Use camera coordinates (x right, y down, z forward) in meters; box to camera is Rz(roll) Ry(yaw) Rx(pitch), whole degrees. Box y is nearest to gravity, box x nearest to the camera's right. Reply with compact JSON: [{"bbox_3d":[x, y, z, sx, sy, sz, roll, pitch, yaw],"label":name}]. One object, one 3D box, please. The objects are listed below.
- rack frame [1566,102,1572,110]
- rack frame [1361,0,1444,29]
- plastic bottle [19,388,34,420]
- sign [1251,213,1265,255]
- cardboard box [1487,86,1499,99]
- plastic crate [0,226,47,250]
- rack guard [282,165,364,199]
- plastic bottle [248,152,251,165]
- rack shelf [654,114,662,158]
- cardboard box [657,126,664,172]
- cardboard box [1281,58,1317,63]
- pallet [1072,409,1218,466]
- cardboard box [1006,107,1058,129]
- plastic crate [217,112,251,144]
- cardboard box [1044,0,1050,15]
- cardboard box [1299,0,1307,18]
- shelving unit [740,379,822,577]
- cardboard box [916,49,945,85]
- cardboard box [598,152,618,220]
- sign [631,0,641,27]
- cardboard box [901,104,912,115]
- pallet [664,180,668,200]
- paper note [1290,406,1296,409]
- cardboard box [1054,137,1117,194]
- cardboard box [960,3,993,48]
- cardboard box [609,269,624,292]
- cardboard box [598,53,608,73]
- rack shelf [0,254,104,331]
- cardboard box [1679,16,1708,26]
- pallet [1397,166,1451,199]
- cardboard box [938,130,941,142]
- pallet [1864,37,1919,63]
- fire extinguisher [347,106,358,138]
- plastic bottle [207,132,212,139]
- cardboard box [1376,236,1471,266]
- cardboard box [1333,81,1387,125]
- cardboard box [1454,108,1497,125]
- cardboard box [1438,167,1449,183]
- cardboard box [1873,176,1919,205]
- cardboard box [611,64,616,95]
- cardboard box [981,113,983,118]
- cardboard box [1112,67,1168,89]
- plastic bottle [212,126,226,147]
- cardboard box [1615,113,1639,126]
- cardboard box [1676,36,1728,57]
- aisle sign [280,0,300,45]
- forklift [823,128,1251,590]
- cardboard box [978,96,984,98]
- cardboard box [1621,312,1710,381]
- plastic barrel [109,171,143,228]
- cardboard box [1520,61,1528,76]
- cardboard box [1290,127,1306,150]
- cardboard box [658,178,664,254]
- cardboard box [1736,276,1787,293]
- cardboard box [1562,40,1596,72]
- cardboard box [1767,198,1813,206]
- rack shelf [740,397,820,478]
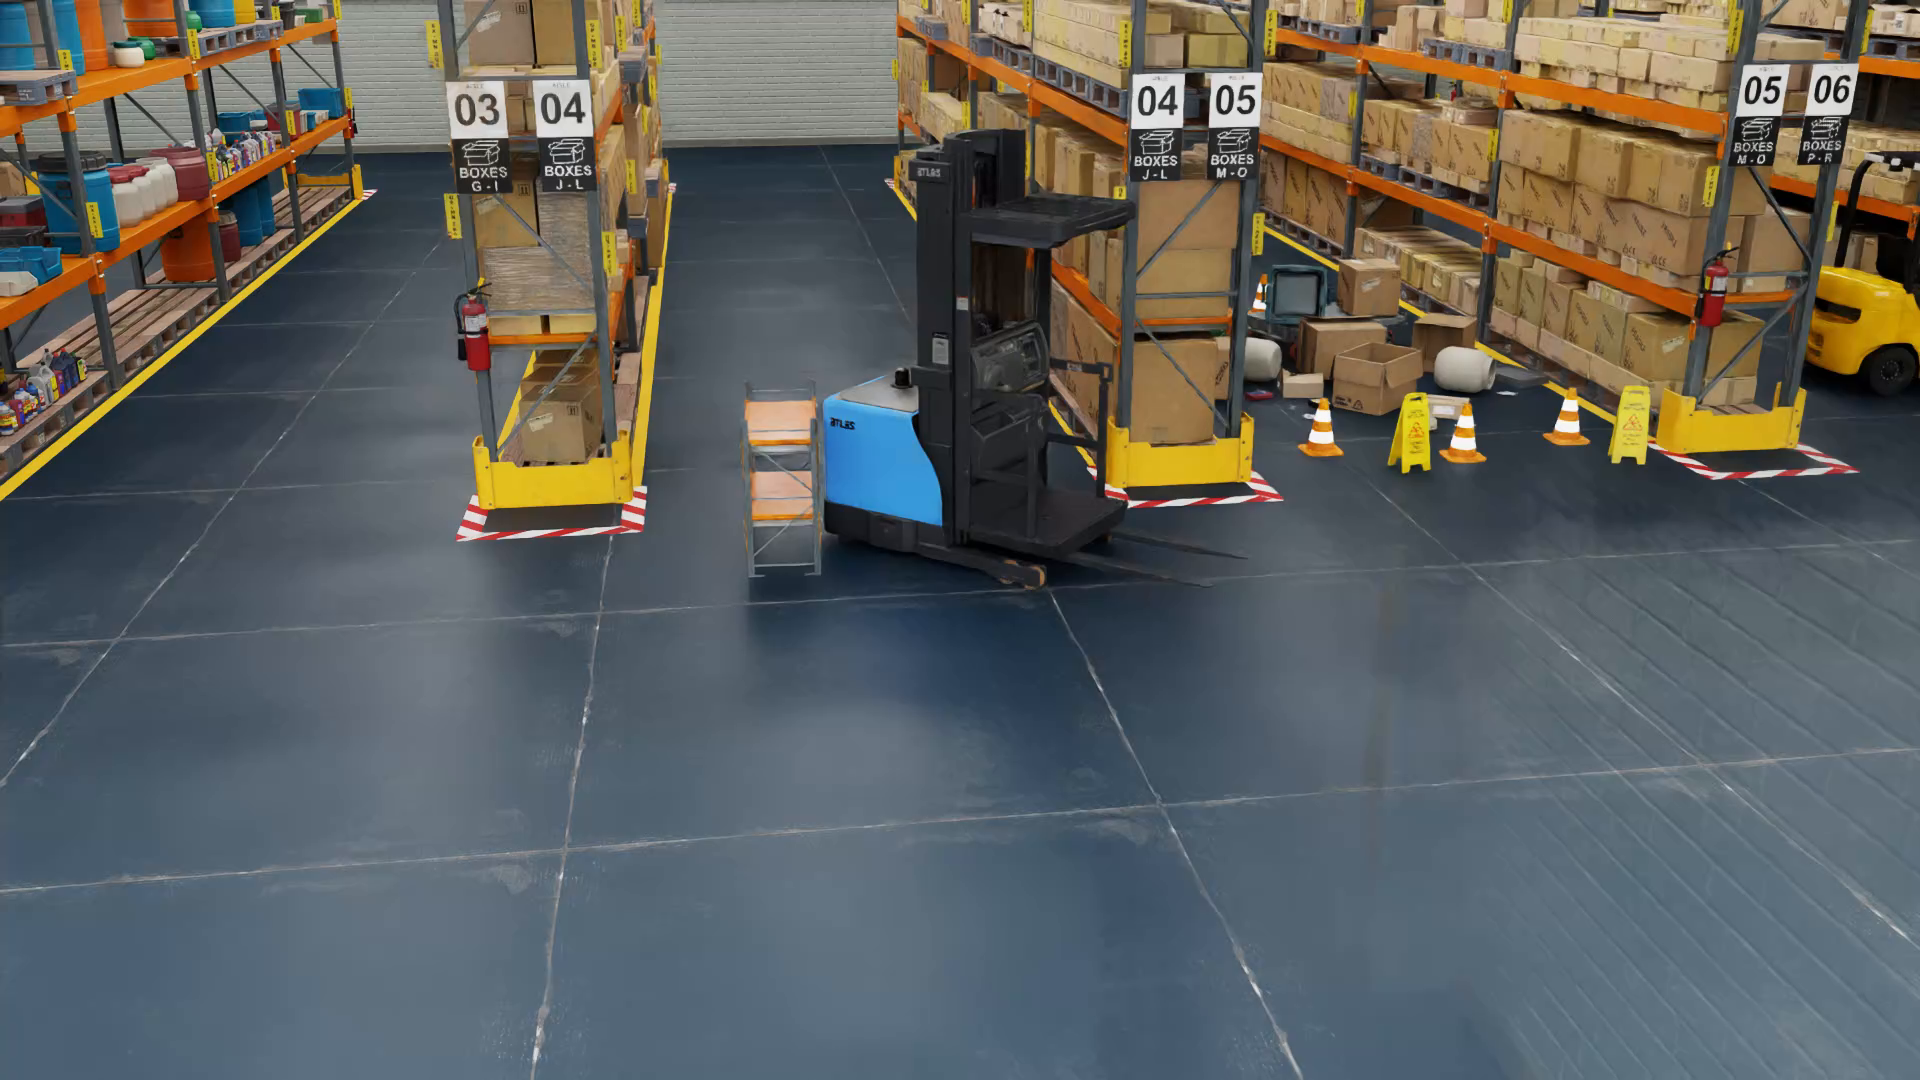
[{"bbox_3d":[9.832,-6.607,25.620,1.000,3.000,0.127,-3,21,-8],"label":"rack frame"},{"bbox_3d":[5.498,-7.781,20.188,1.000,3.000,0.127,-3,21,-8],"label":"rack frame"},{"bbox_3d":[-8.074,-1.176,14.348,0.097,0.271,0.097,0,20,0],"label":"plastic bottle"},{"bbox_3d":[2.317,-2.385,12.964,0.100,0.325,0.005,-3,21,-8],"label":"sign"},{"bbox_3d":[9.204,-7.541,27.908,0.500,0.250,0.500,-3,21,-9],"label":"cardboard box"},{"bbox_3d":[-8.684,-2.619,15.031,0.767,0.338,0.504,-3,21,-8],"label":"plastic crate"},{"bbox_3d":[-10.380,-5.828,27.105,1.175,0.500,0.348,-3,21,-8],"label":"rack guard"},{"bbox_3d":[-9.188,-4.926,21.402,0.097,0.201,0.097,0,20,0],"label":"plastic bottle"},{"bbox_3d":[-5.174,-6.211,25.588,1.077,0.370,4.000,-3,21,-8],"label":"rack shelf"},{"bbox_3d":[-5.291,-6.225,27.032,0.875,0.875,0.875,-3,21,-8],"label":"cardboard box"},{"bbox_3d":[5.092,-7.048,25.228,0.500,0.500,0.500,-3,21,-7],"label":"cardboard box"},{"bbox_3d":[1.574,-0.883,14.278,1.003,0.211,1.213,-3,21,-8],"label":"pallet"},{"bbox_3d":[0.893,-4.516,18.448,0.700,0.500,0.500,-3,21,-8],"label":"cardboard box"},{"bbox_3d":[-10.192,-5.771,23.318,0.392,0.384,0.575,-3,21,-8],"label":"plastic crate"},{"bbox_3d":[0.981,-4.887,15.202,0.380,0.149,0.250,-3,21,-8],"label":"cardboard box"},{"bbox_3d":[4.838,-7.244,22.630,0.396,0.266,0.258,-1,21,-3],"label":"cardboard box"},{"bbox_3d":[-1.265,-0.459,11.837,0.538,1.125,1.048,-2,21,-5],"label":"shelving unit"},{"bbox_3d":[-0.378,-7.053,24.817,0.500,0.500,0.500,-4,21,-9],"label":"cardboard box"},{"bbox_3d":[-3.104,-2.906,13.714,0.500,0.500,0.500,-3,21,-8],"label":"cardboard box"},{"bbox_3d":[-3.772,-6.145,19.356,0.100,0.325,0.005,-3,21,-8],"label":"sign"},{"bbox_3d":[-0.754,-7.028,27.104,0.380,0.149,0.250,-4,21,-9],"label":"cardboard box"},{"bbox_3d":[-5.269,-5.662,27.073,1.003,0.211,1.213,-3,21,-8],"label":"pallet"},{"bbox_3d":[3.105,-1.235,15.508,0.032,0.001,0.123,8,22,20],"label":"paper note"},{"bbox_3d":[1.346,-3.369,15.193,0.875,0.550,0.550,-3,21,-8],"label":"cardboard box"},{"bbox_3d":[0.280,-6.323,20.429,0.500,0.500,0.500,-3,21,-8],"label":"cardboard box"},{"bbox_3d":[-3.081,-2.218,14.228,0.380,0.149,0.250,-3,21,-8],"label":"cardboard box"},{"bbox_3d":[-3.204,-4.054,14.140,0.380,0.149,0.250,-2,21,-5],"label":"cardboard box"},{"bbox_3d":[-8.345,-1.807,13.795,1.077,0.370,4.000,-3,21,-8],"label":"rack shelf"},{"bbox_3d":[10.021,-6.897,22.322,0.500,0.250,0.500,-3,21,-8],"label":"cardboard box"},{"bbox_3d":[5.823,-4.198,19.442,1.003,0.211,1.213,-3,21,-8],"label":"pallet"},{"bbox_3d":[-0.092,-5.357,22.031,0.380,0.149,0.250,-2,21,-6],"label":"cardboard box"},{"bbox_3d":[10.845,-5.458,18.528,0.805,0.209,1.217,-4,21,-10],"label":"pallet"},{"bbox_3d":[-9.935,-6.855,26.927,0.296,0.674,0.183,-3,21,-8],"label":"fire extinguisher"},{"bbox_3d":[-10.137,-5.357,22.438,0.061,0.283,0.133,-3,21,-8],"label":"plastic bottle"},{"bbox_3d":[5.683,-3.485,20.416,0.950,0.372,0.625,-3,21,-9],"label":"cardboard box"},{"bbox_3d":[5.164,-5.652,21.489,0.500,0.500,0.500,-3,21,-9],"label":"cardboard box"},{"bbox_3d":[5.672,-4.659,18.308,0.380,0.149,0.250,-4,21,-9],"label":"cardboard box"},{"bbox_3d":[5.593,-4.097,18.657,0.380,0.149,0.250,-3,21,-7],"label":"cardboard box"},{"bbox_3d":[10.654,-3.929,18.662,0.500,0.250,0.500,-2,21,-7],"label":"cardboard box"},{"bbox_3d":[-3.343,-4.095,14.820,0.500,0.250,0.500,-2,21,-6],"label":"cardboard box"},{"bbox_3d":[0.484,-5.705,22.539,0.380,0.149,0.250,-3,21,-8],"label":"cardboard box"},{"bbox_3d":[1.384,-3.545,12.750,0.380,0.149,0.250,-3,21,-8],"label":"cardboard box"},{"bbox_3d":[-10.051,-5.431,22.540,0.144,0.351,0.185,-3,21,-8],"label":"plastic bottle"},{"bbox_3d":[9.868,-6.221,23.842,0.700,0.500,0.500,-3,21,-8],"label":"cardboard box"},{"bbox_3d":[6.256,-4.143,13.953,0.380,0.149,0.250,-3,21,-8],"label":"cardboard box"},{"bbox_3d":[-10.668,-8.219,26.219,0.394,0.787,0.004,-3,21,-8],"label":"aisle sign"},{"bbox_3d":[0.524,-1.245,11.360,3.031,2.935,1.130,13,24,30],"label":"forklift"},{"bbox_3d":[0.363,-6.117,23.216,0.380,0.149,0.250,-4,21,-9],"label":"cardboard box"},{"bbox_3d":[6.277,-1.725,14.806,0.500,0.500,0.500,-3,21,-7],"label":"cardboard box"},{"bbox_3d":[-8.660,-3.496,17.096,0.433,0.535,0.433,0,20,0],"label":"plastic barrel"},{"bbox_3d":[5.874,-4.752,16.724,0.380,0.149,0.250,-3,21,-9],"label":"cardboard box"},{"bbox_3d":[4.920,-5.589,23.107,0.500,0.250,0.500,-3,21,-9],"label":"cardboard box"},{"bbox_3d":[-4.509,-4.221,21.668,1.225,0.875,0.875,-3,21,-8],"label":"cardboard box"},{"bbox_3d":[6.807,-2.211,14.209,0.380,0.149,0.250,-3,21,-8],"label":"cardboard box"},{"bbox_3d":[6.010,-4.542,15.591,0.500,0.250,0.500,-3,21,-7],"label":"cardboard box"},{"bbox_3d":[10.485,-4.090,21.674,0.875,0.625,0.625,-2,21,-6],"label":"cardboard box"},{"bbox_3d":[-1.265,-0.733,11.734,0.538,0.278,1.000,-2,21,-5],"label":"rack shelf"}]
